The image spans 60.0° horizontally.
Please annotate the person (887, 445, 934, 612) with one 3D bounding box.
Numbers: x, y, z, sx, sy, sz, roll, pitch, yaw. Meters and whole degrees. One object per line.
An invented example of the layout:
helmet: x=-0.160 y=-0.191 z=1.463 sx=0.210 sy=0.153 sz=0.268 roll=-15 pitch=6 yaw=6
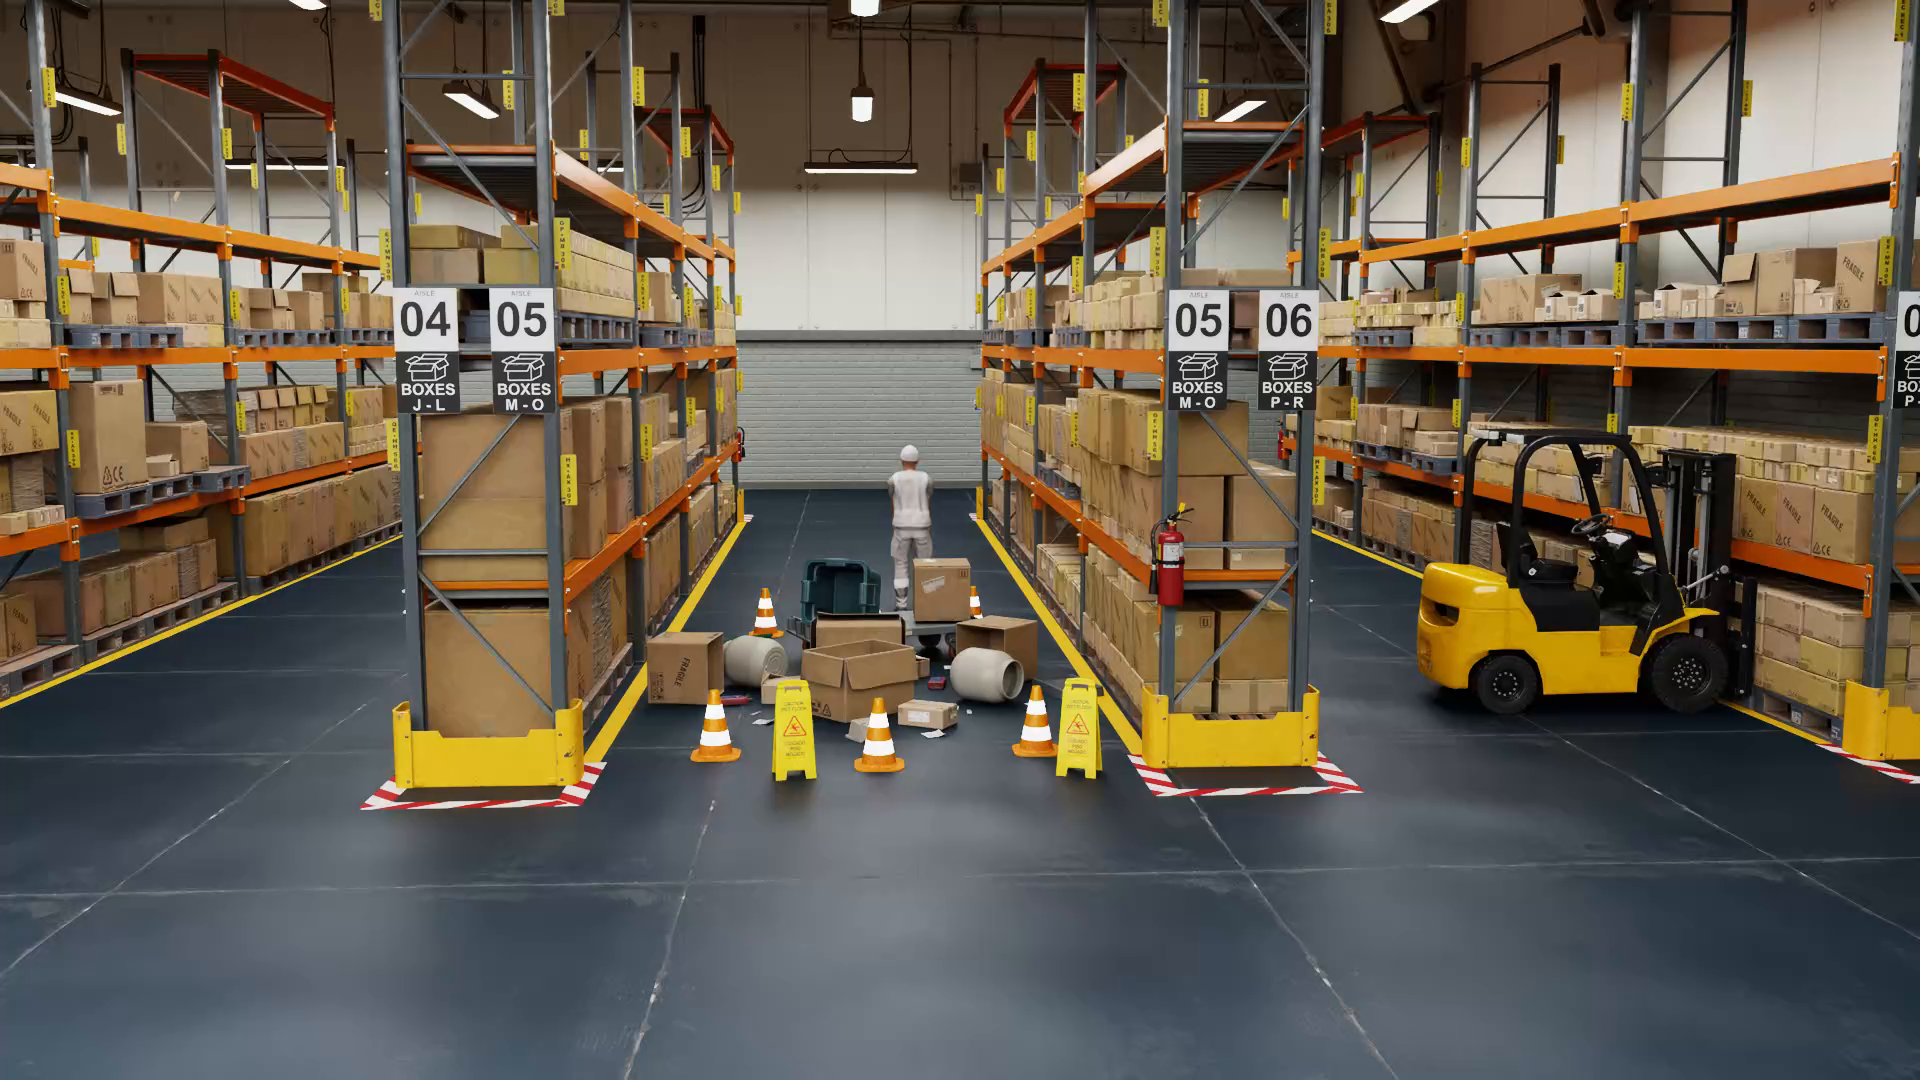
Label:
person: x=-0.530 y=-0.132 z=17.758 sx=0.495 sy=1.785 sz=0.552 roll=0 pitch=7 yaw=-3
